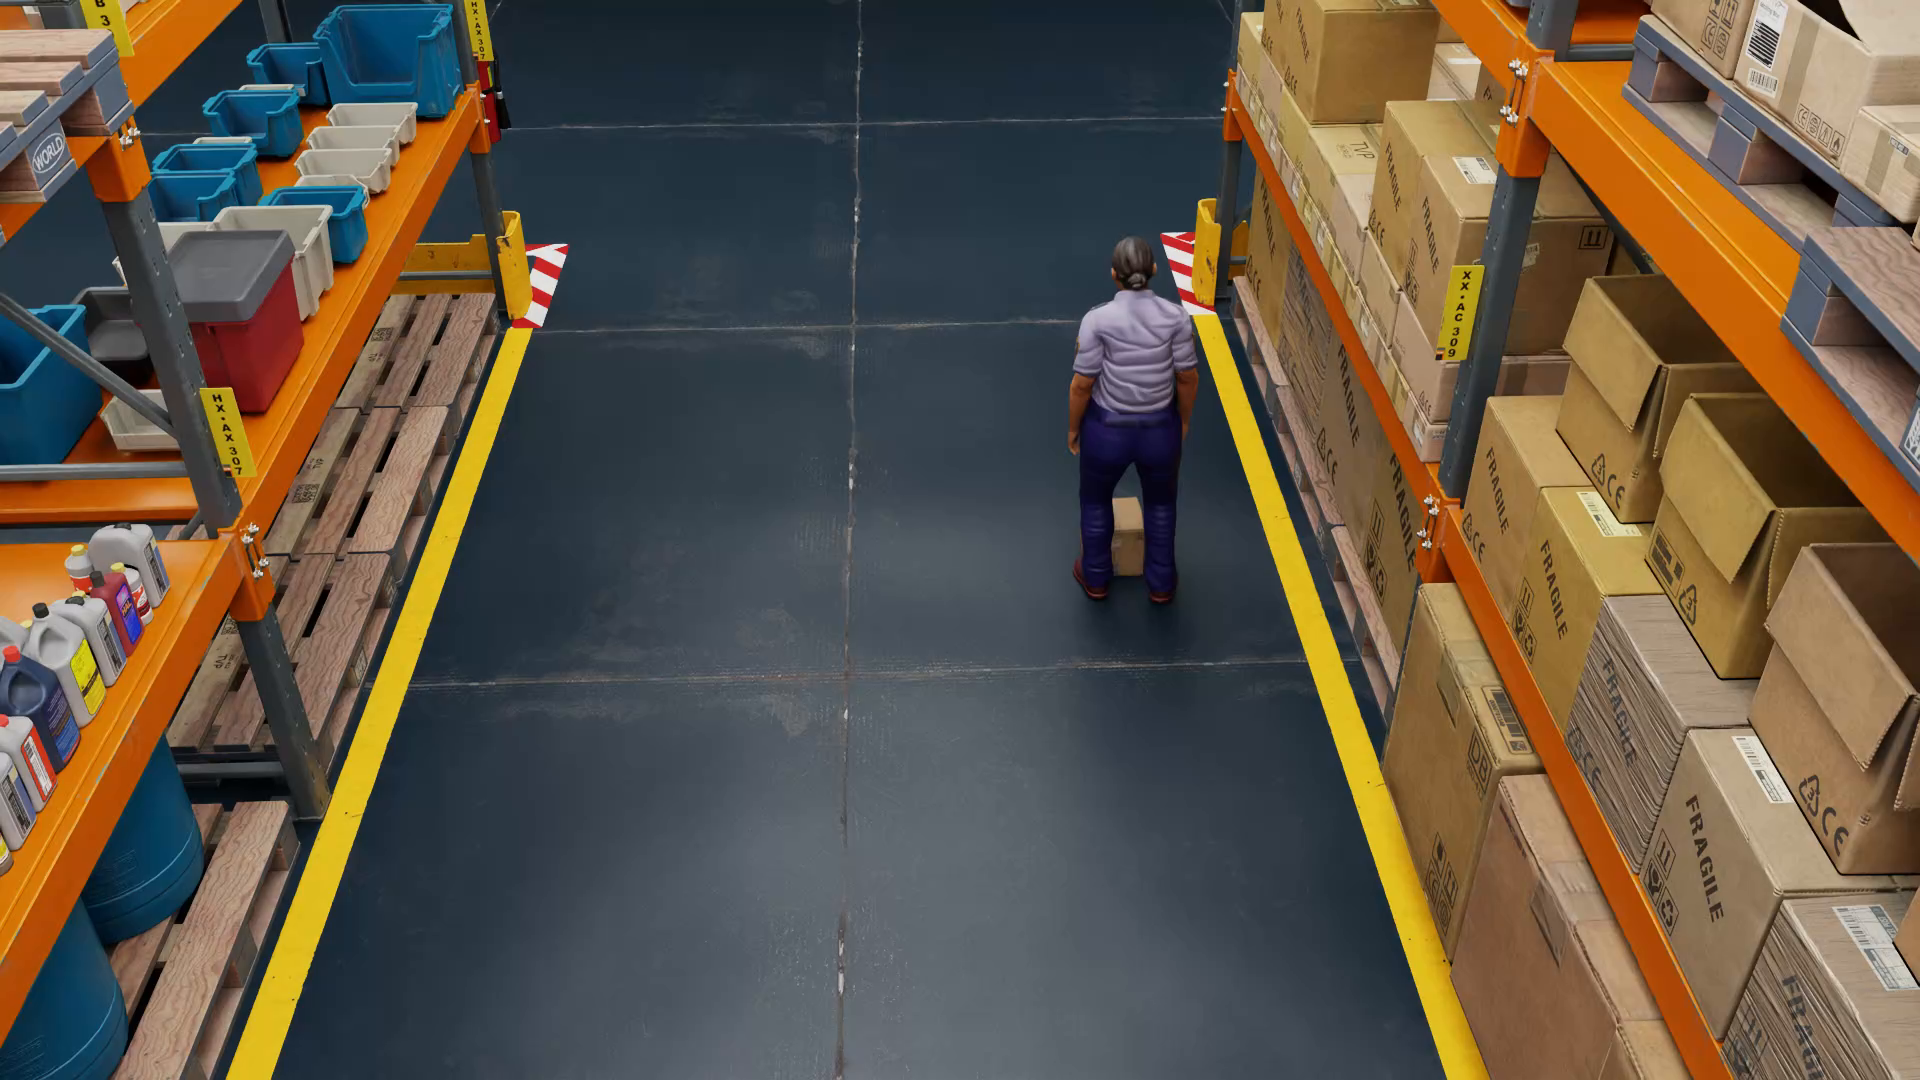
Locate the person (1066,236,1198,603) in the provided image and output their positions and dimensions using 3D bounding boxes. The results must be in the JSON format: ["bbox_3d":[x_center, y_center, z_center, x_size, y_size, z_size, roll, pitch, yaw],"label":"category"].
[{"bbox_3d":[0.696,-0.460,6.800,0.551,1.650,0.425,-3,36,-4],"label":"person"}]
